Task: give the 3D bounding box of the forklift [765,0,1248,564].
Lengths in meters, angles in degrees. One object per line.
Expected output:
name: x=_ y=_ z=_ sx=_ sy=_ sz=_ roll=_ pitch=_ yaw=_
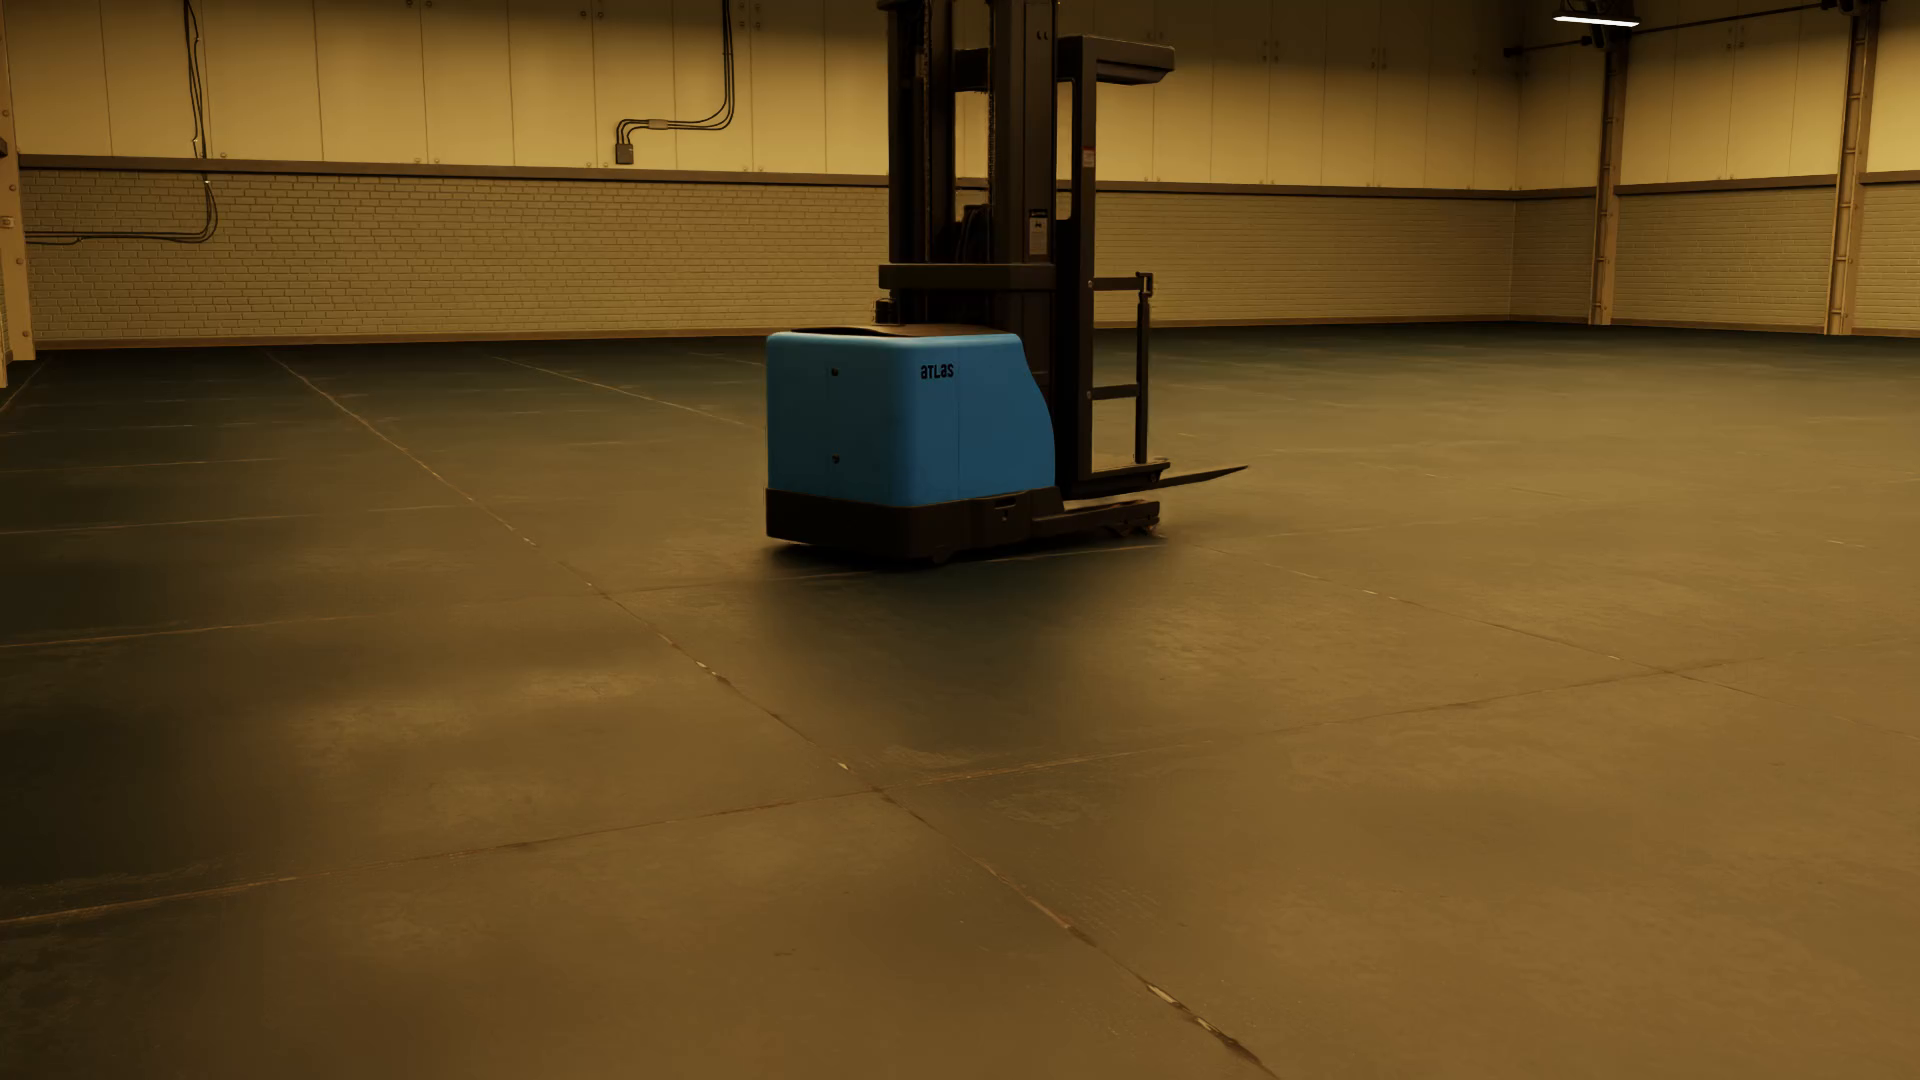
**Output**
forklift: x=0.416 y=-1.520 z=8.764 sx=1.130 sy=2.935 sz=3.031 roll=9 pitch=13 yaw=43
